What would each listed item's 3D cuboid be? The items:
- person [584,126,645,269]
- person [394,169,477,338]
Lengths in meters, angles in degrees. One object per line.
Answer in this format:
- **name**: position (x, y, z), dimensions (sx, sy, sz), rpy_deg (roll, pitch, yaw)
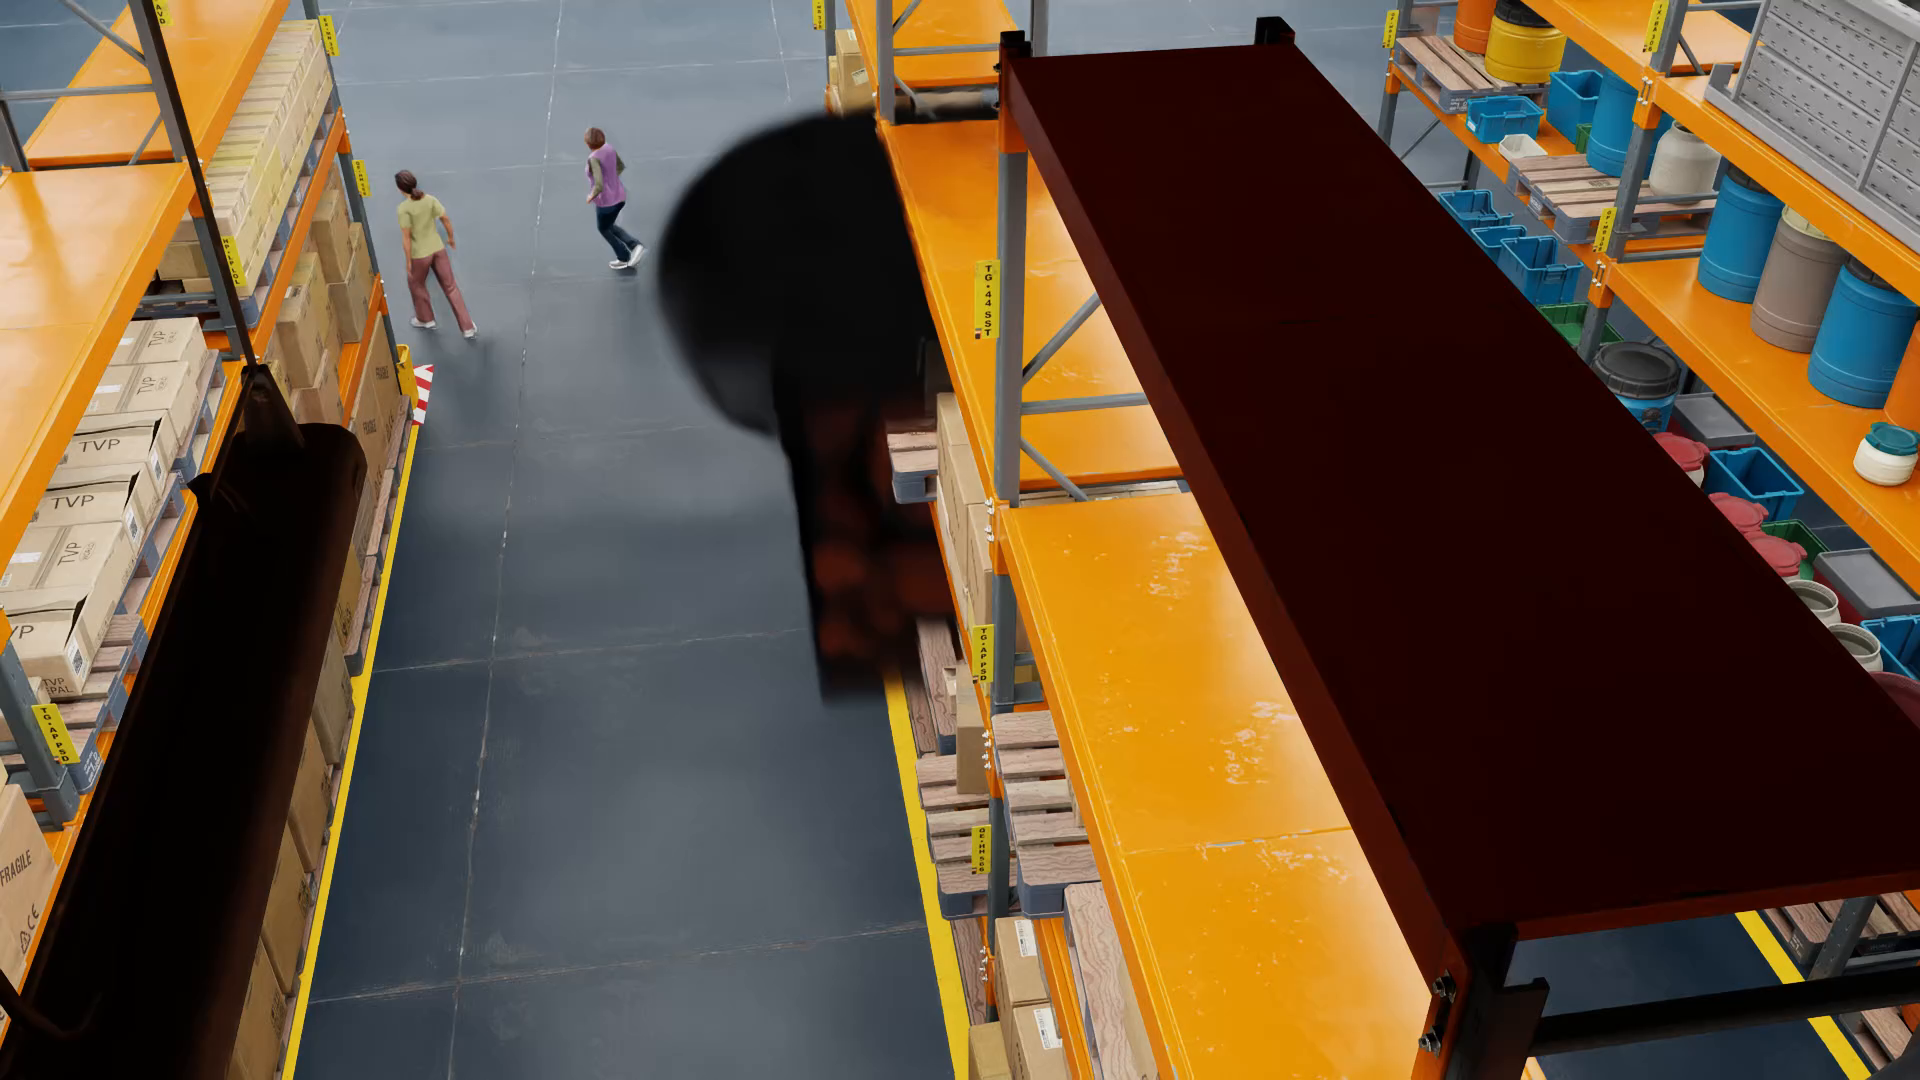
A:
- **person**: position (-3.478, -3.427, 16.841), dimensions (0.541, 1.555, 0.533), rpy_deg (16, 39, 21)
- **person**: position (-5.009, -2.700, 15.708), dimensions (0.831, 1.657, 0.634), rpy_deg (25, 43, 30)
